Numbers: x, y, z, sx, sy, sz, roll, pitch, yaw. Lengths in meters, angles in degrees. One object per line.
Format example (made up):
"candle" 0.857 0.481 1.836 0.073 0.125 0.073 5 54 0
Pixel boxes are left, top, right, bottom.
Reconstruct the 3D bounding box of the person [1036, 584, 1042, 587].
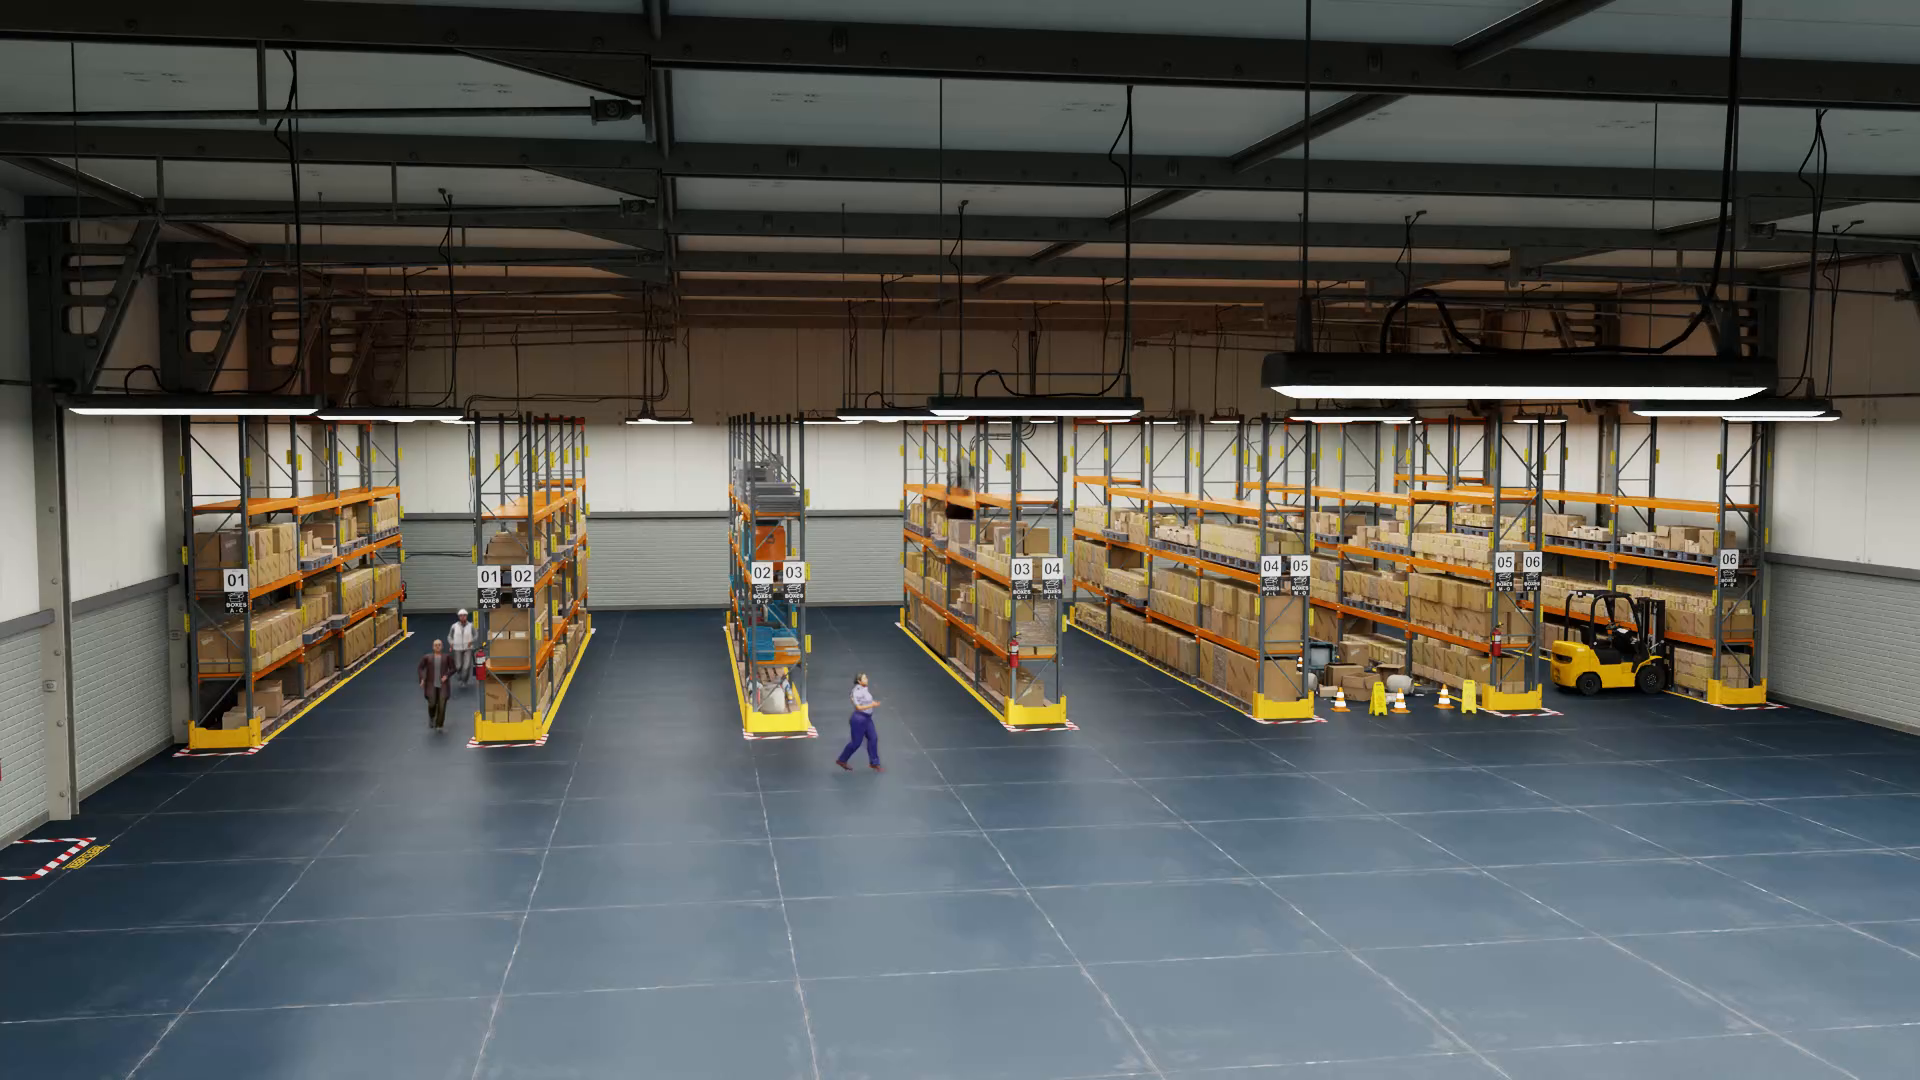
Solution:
"person" 2.007 1.561 48.635 0.773 1.711 0.846 3 5 42

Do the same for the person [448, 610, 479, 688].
"person" -10.894 2.386 36.467 0.658 1.726 0.582 -1 4 -15

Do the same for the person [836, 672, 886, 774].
"person" -1.634 3.024 27.458 0.801 1.690 0.594 1 4 13

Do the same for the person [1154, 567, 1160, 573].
"person" 5.659 1.634 47.996 0.620 1.730 0.793 -1 4 -8

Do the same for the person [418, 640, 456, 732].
"person" -9.798 2.736 31.169 0.698 1.721 0.601 -1 4 -17
